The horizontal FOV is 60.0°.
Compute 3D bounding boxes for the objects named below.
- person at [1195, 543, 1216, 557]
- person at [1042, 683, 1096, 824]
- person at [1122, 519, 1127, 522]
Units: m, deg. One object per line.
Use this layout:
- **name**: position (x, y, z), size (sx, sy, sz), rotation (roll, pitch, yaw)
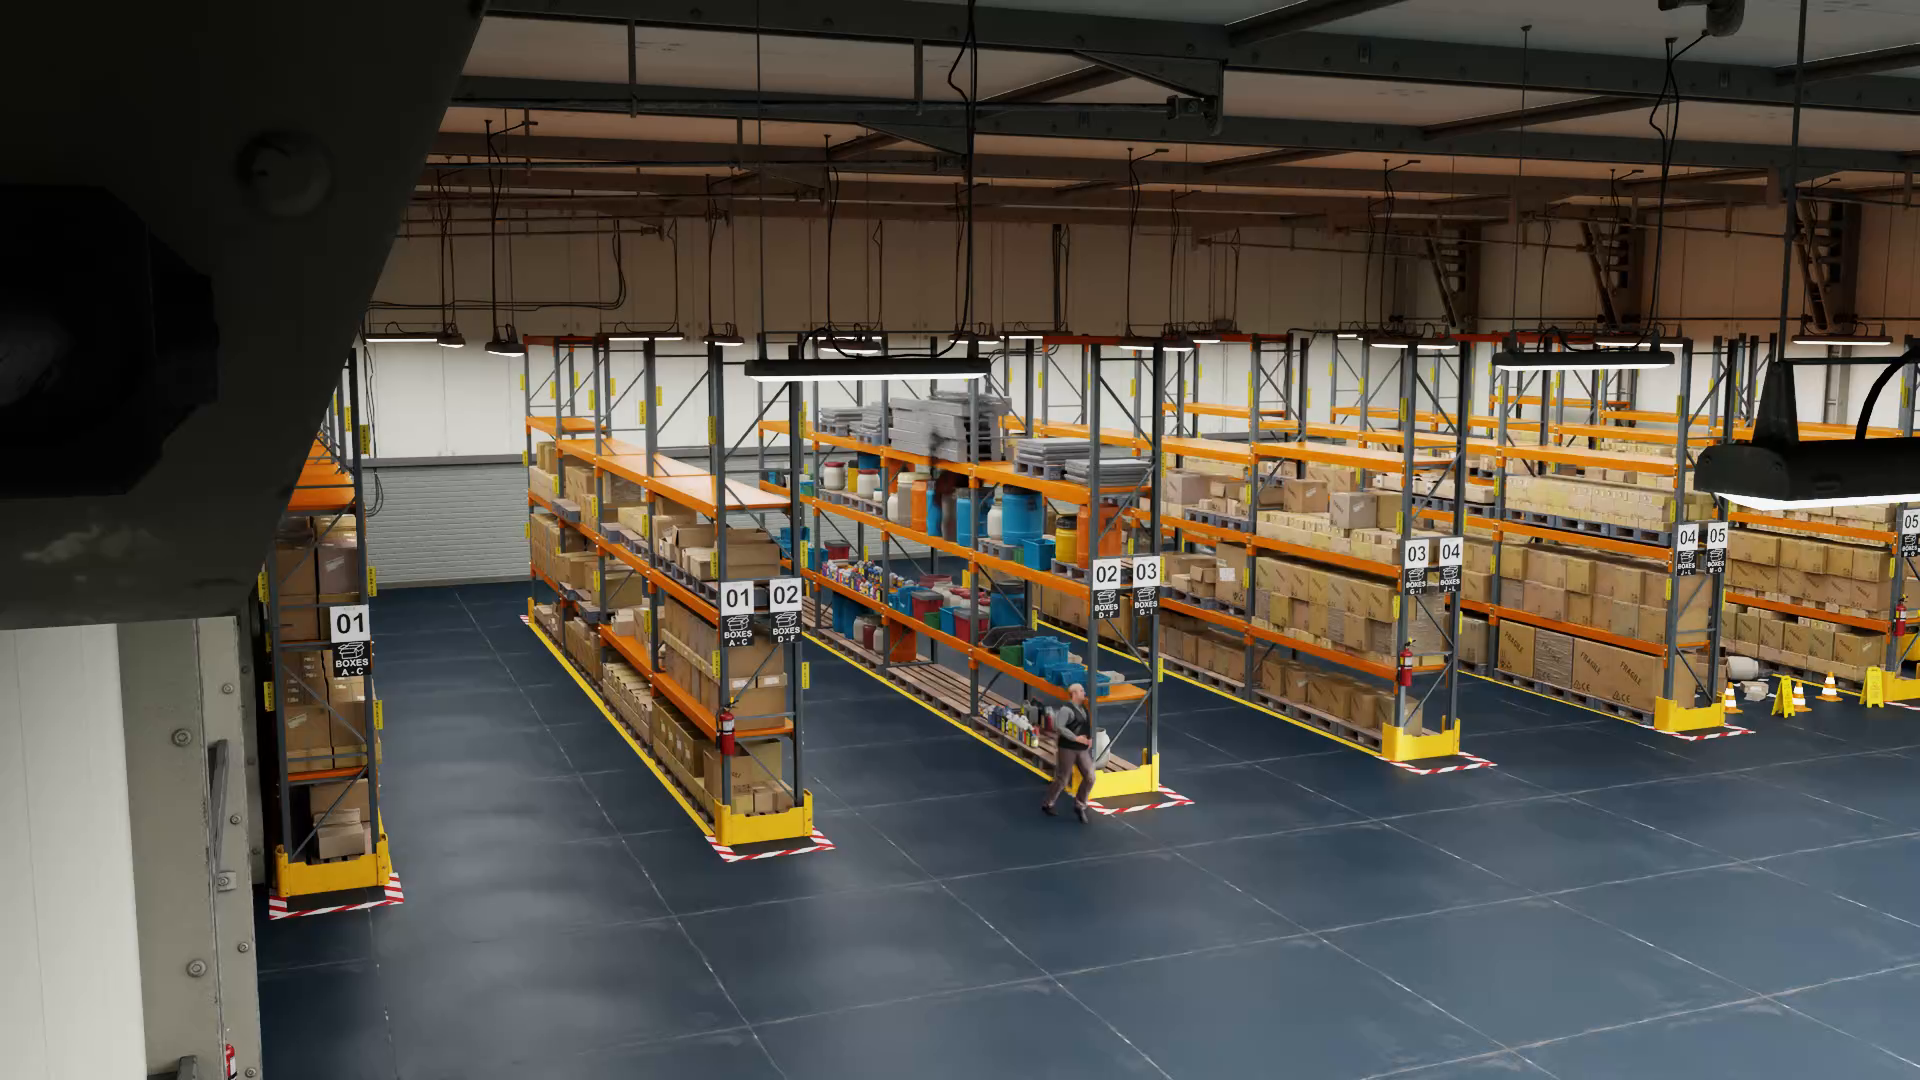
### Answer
- **person**: position (6.222, -0.150, 42.341), size (0.614, 1.759, 0.658), rotation (-2, 8, -14)
- **person**: position (1.453, 2.694, 21.152), size (0.661, 1.756, 0.717), rotation (6, 10, 40)
- **person**: position (3.783, 0.293, 39.620), size (0.618, 1.612, 0.676), rotation (0, 8, 0)
